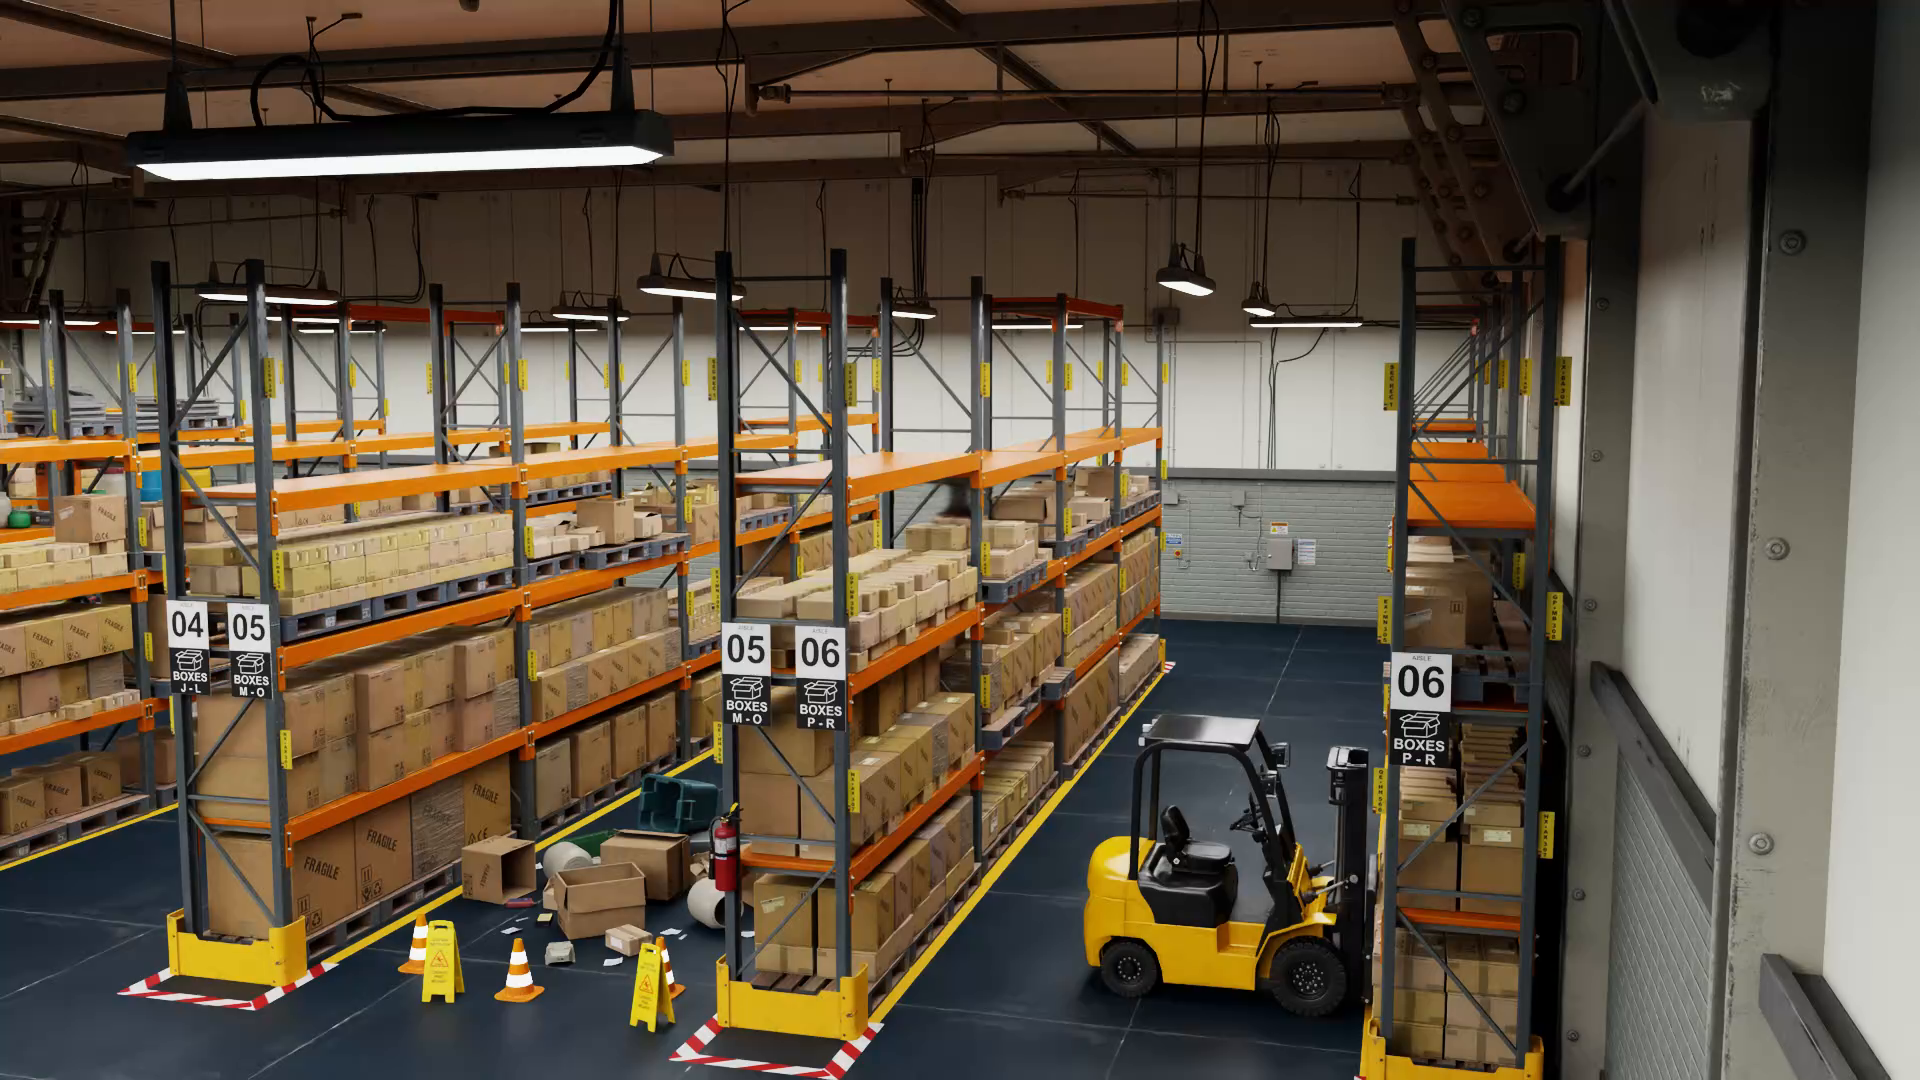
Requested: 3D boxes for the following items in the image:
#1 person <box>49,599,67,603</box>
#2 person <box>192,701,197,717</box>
[{"bbox_3d":[-15.541,1.313,28.552,0.485,1.686,1.003,2,6,21],"label":"person"},{"bbox_3d":[-11.242,1.755,24.433,0.530,1.669,0.478,1,6,9],"label":"person"}]
